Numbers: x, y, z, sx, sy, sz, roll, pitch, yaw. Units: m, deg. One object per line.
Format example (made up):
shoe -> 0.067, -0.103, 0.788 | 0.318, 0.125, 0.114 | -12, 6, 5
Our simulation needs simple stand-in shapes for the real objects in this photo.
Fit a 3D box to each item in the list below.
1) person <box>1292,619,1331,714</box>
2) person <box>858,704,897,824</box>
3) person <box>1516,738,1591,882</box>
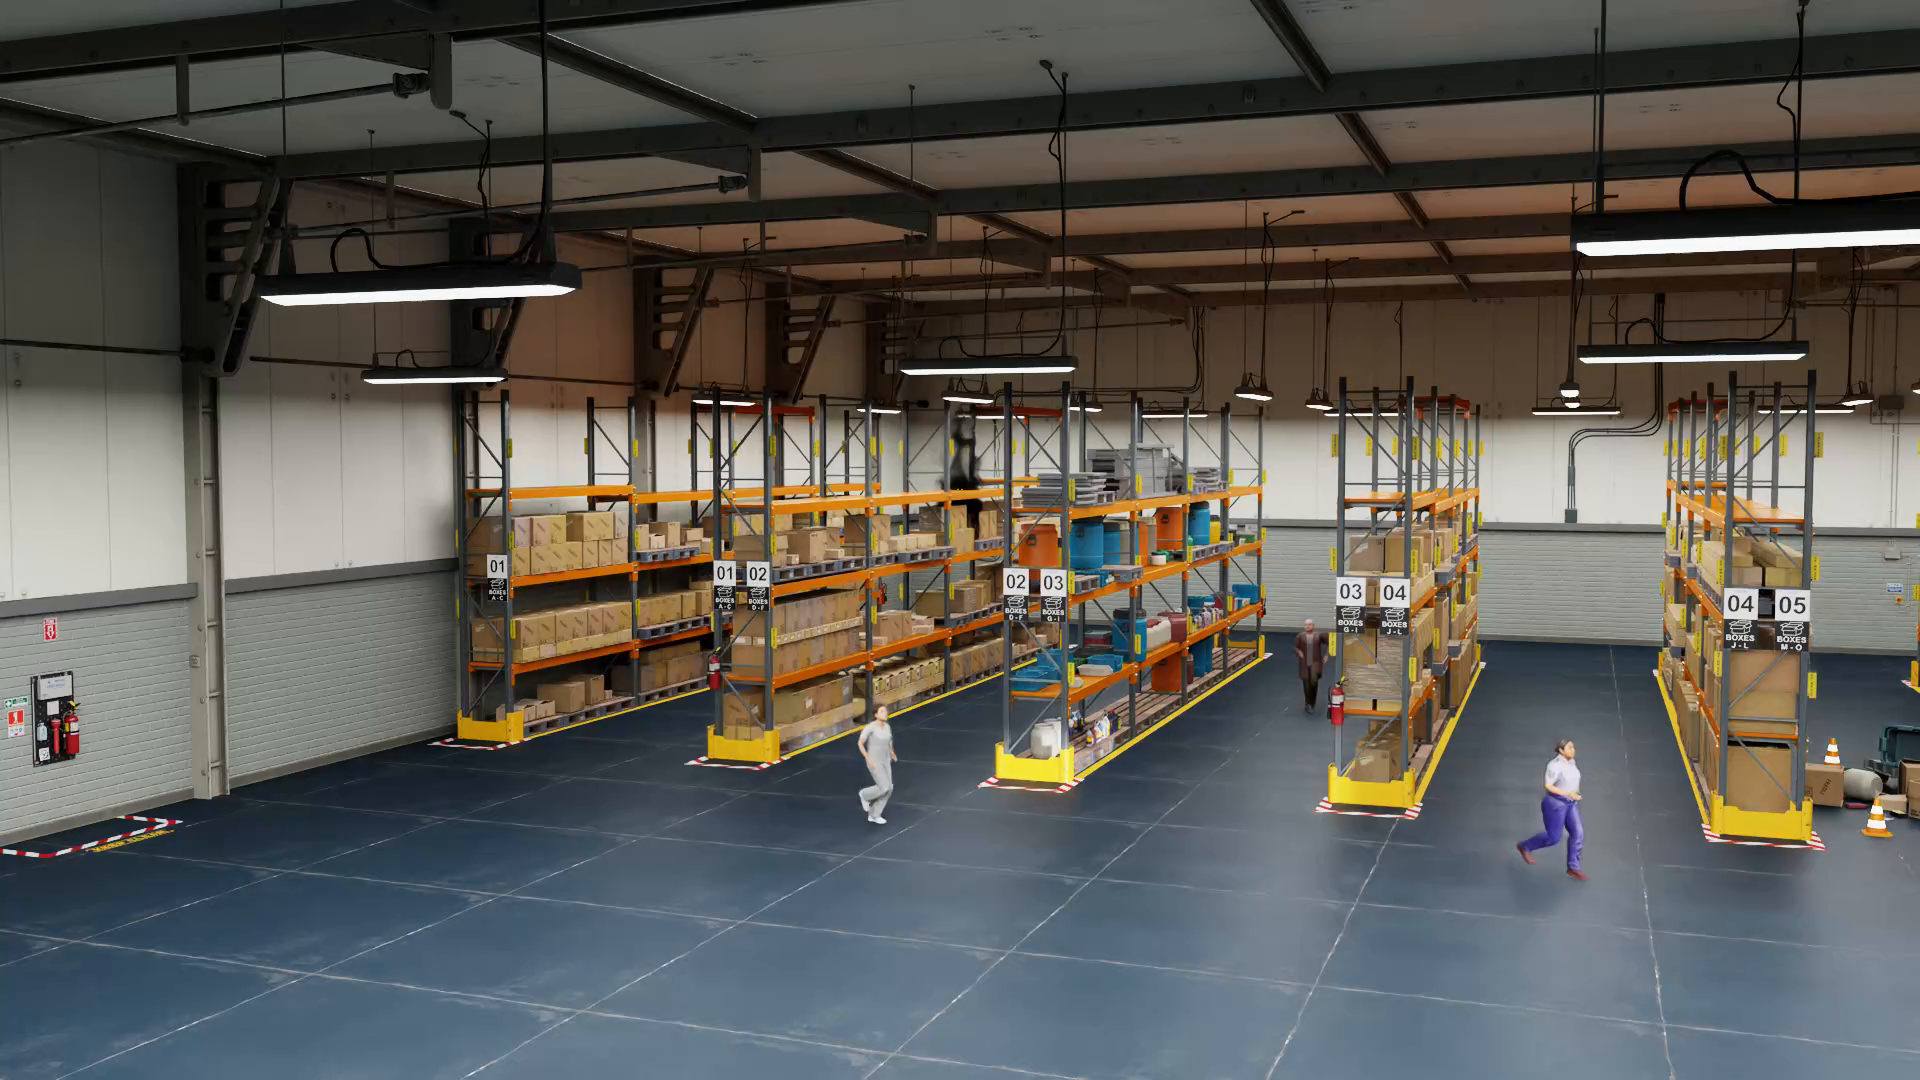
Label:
person -> 6.660, 2.402, 31.576 | 0.718, 1.796, 0.788 | 1, 3, 22
person -> -1.088, 2.984, 22.251 | 0.562, 1.607, 0.531 | 3, 4, 44
person -> 6.984, 3.127, 19.499 | 0.593, 1.634, 0.867 | -3, 4, -40
